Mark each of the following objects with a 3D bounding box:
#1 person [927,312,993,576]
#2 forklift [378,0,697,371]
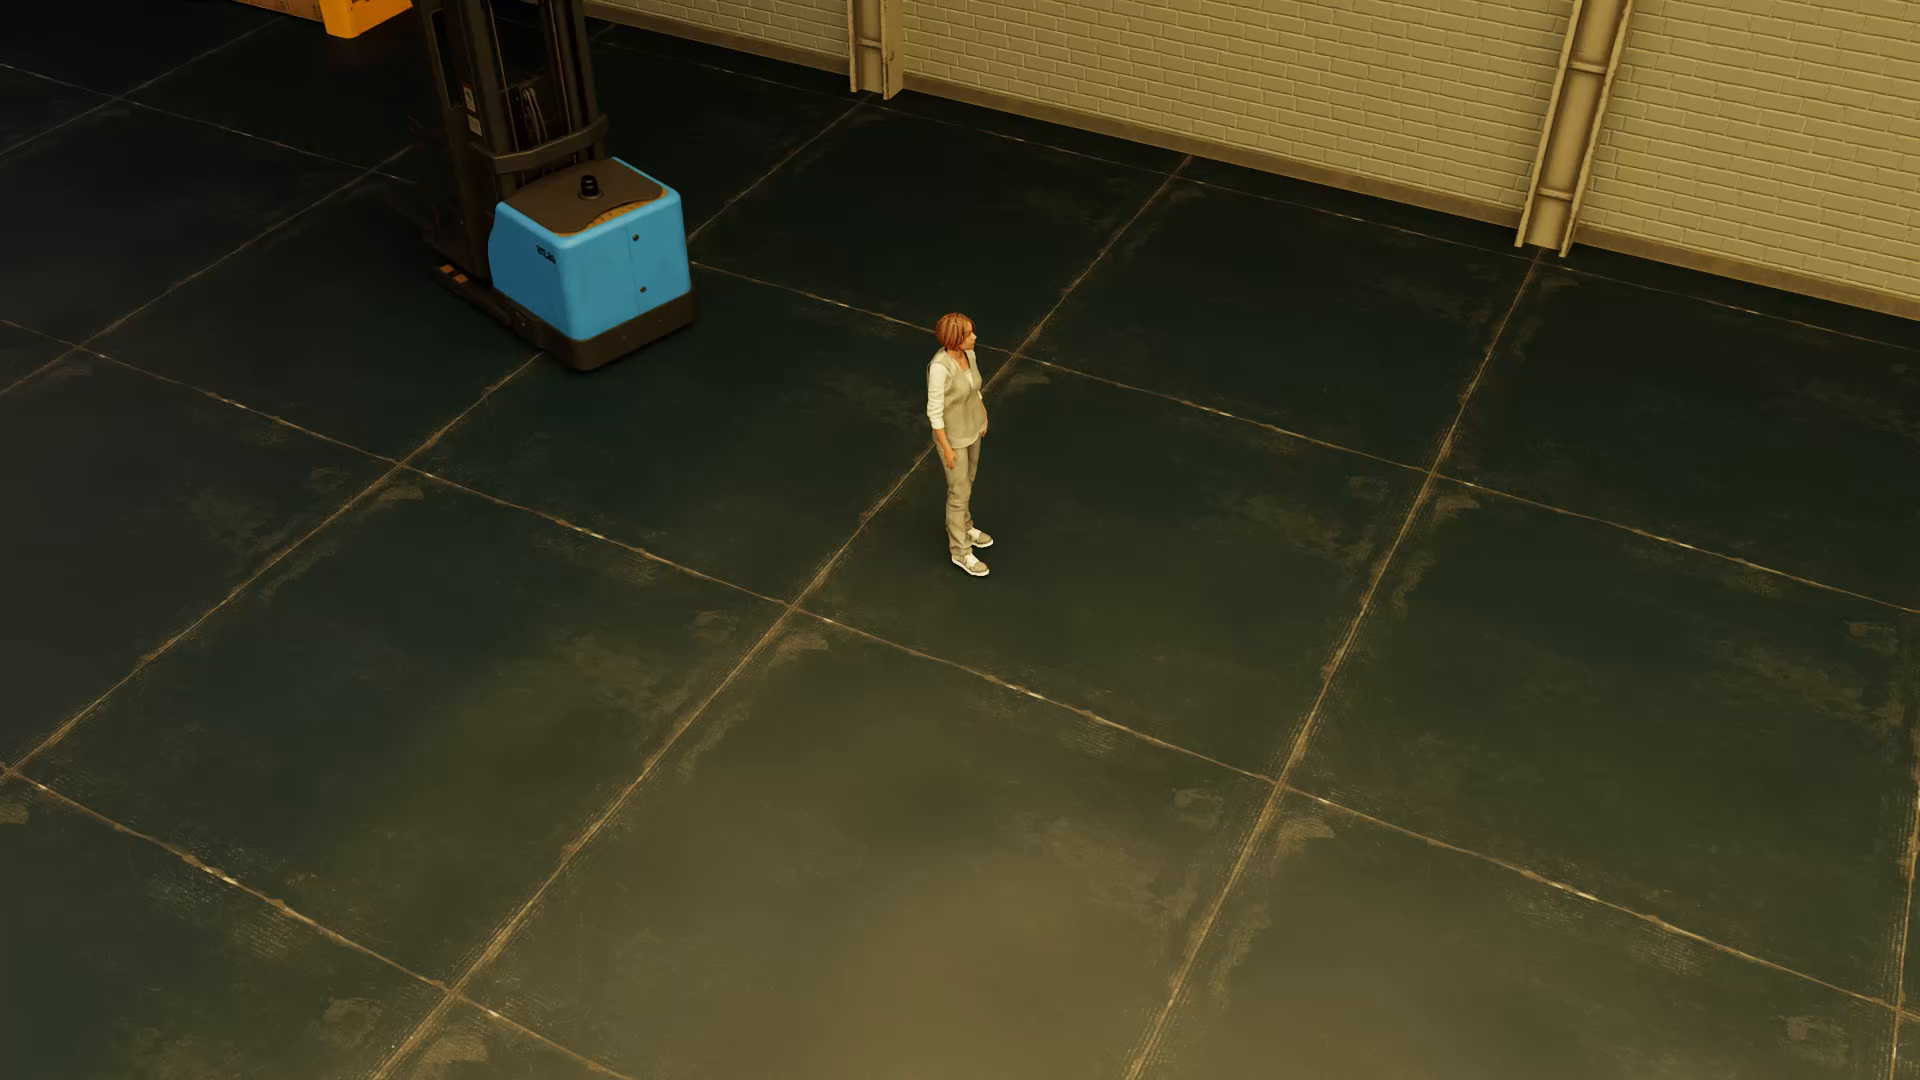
[{"bbox_3d":[0.014,-0.596,9.729,0.370,1.585,0.520,18,43,21],"label":"person"},{"bbox_3d":[-3.305,-3.143,11.718,1.130,2.935,3.031,-33,50,-33],"label":"forklift"}]
